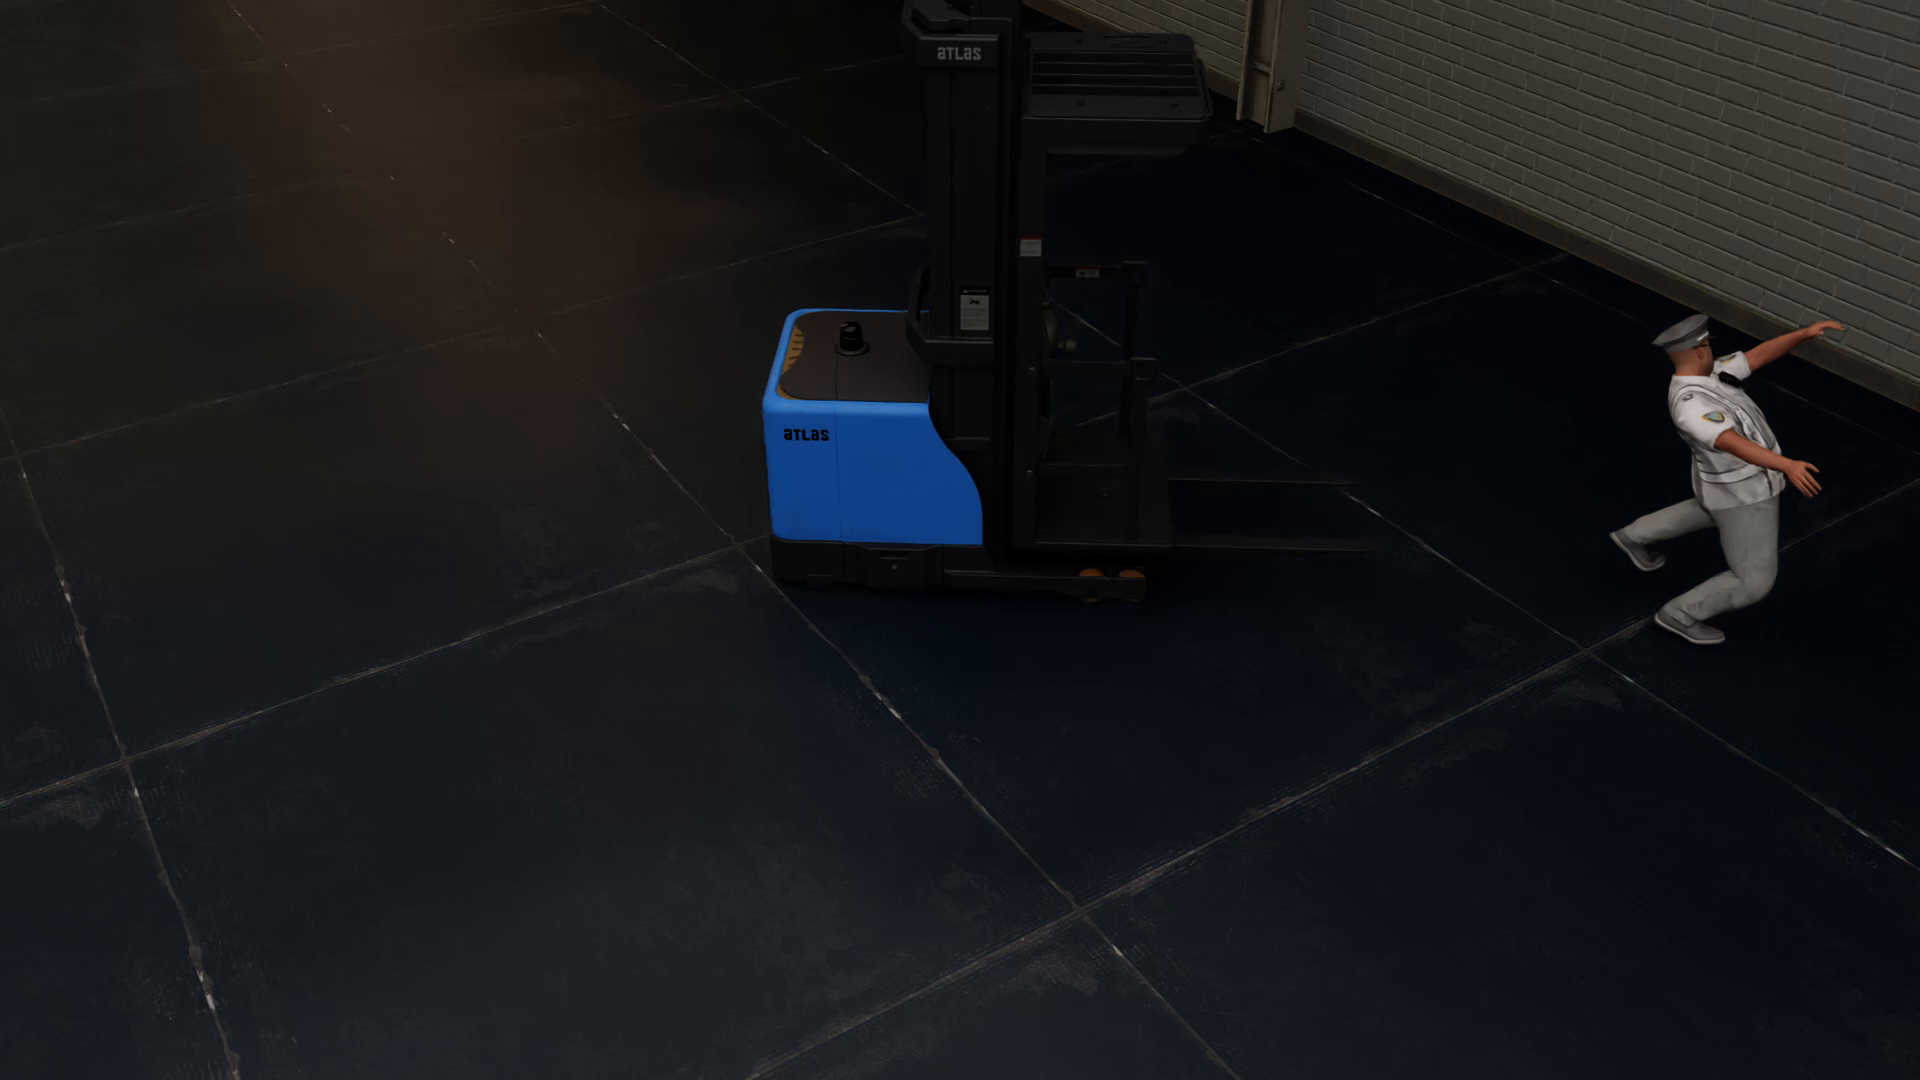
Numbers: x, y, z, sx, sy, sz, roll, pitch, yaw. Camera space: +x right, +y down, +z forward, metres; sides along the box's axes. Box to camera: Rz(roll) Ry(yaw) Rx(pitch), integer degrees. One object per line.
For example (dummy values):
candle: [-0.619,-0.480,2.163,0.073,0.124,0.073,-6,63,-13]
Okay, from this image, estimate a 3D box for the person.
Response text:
person: [3.493,-0.201,7.614,0.759,1.558,1.086,4,35,6]

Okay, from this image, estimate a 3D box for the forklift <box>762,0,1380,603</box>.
forklift: [0.586,-1.200,7.856,3.031,2.935,1.130,1,35,2]
